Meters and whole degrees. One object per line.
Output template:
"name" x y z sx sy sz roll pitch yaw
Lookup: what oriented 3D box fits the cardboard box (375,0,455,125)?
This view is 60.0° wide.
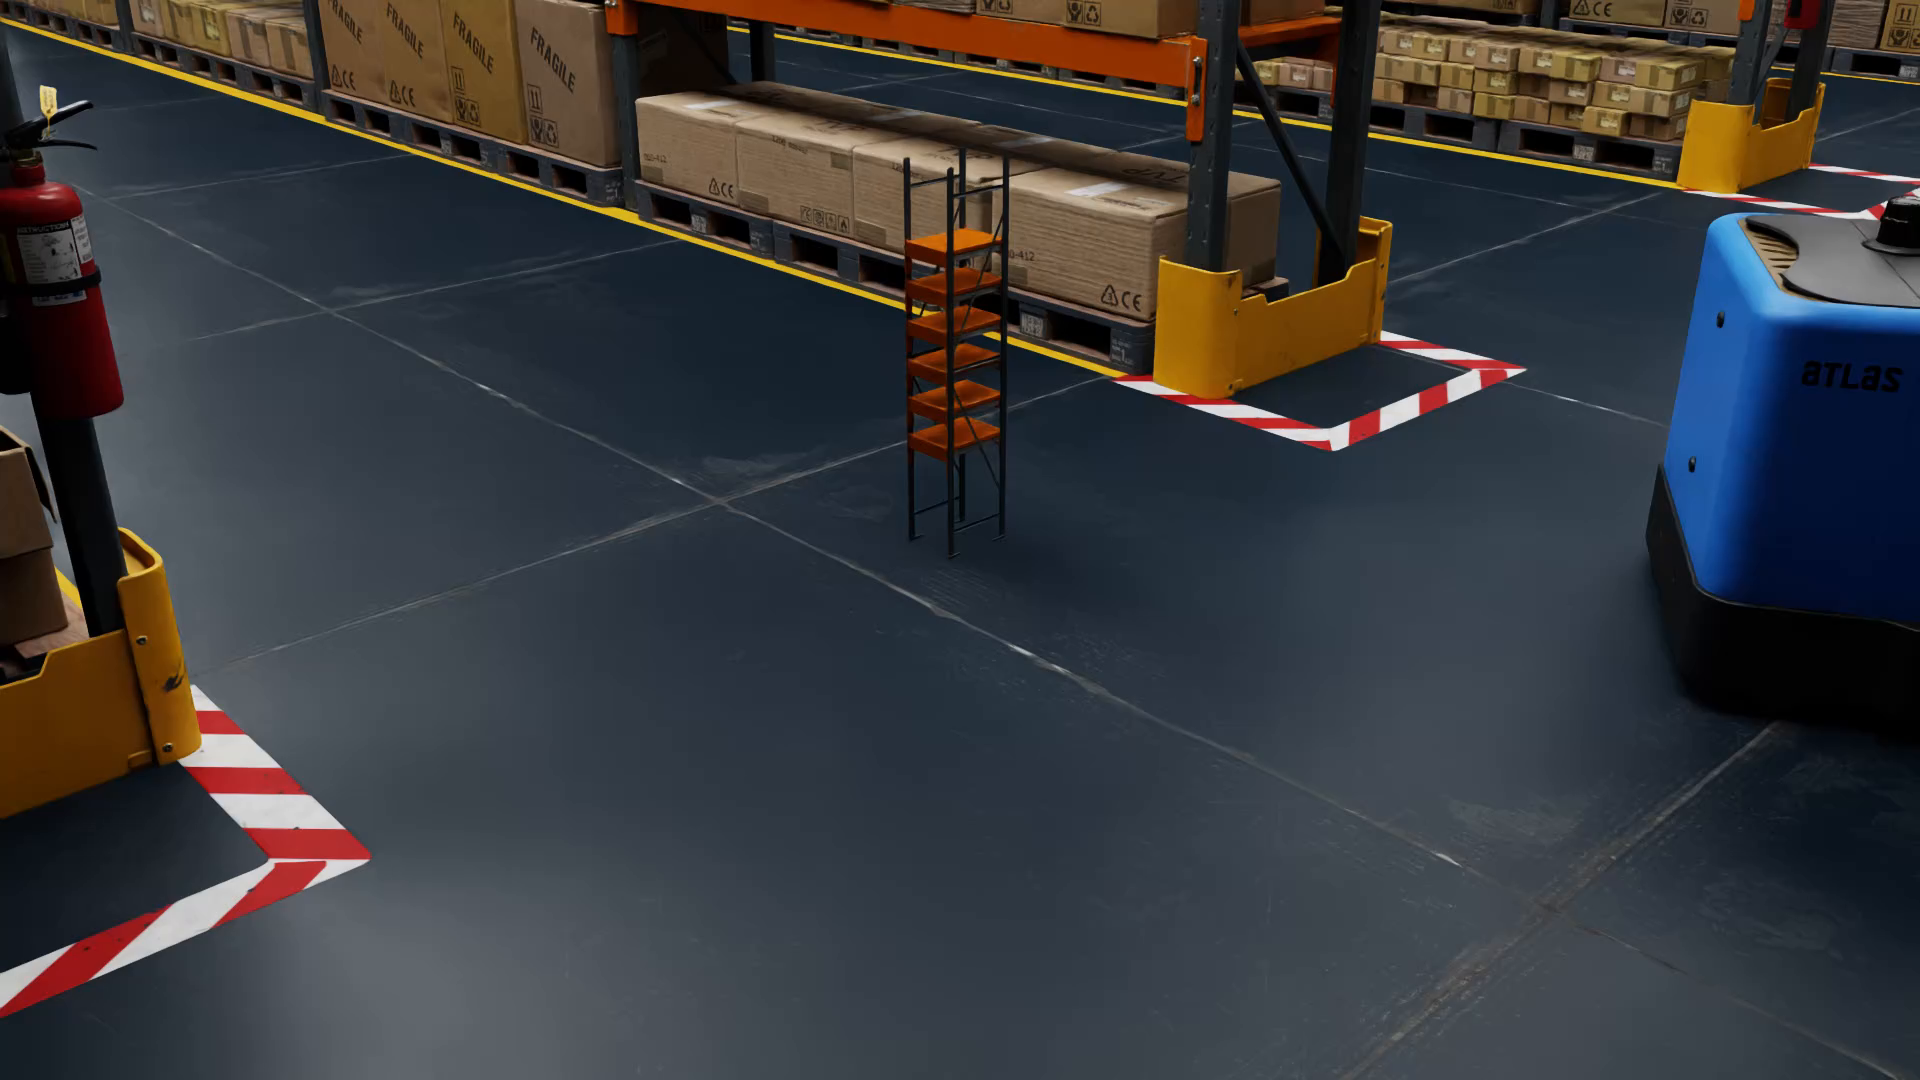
"cardboard box" -3.179 -3.266 10.848 0.875 0.875 0.875 -21 32 -38

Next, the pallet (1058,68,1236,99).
"pallet" 1.548 -3.735 13.184 1.003 0.211 1.213 -21 32 -38

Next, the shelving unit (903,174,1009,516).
"shelving unit" -0.011 -0.551 5.011 0.258 1.046 0.183 -21 32 -38

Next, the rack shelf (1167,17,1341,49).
"rack shelf" 1.676 -5.360 8.314 5.869 4.714 3.910 -21 32 -38

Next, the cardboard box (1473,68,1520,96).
"cardboard box" 3.527 -2.975 10.728 0.380 0.149 0.250 -21 32 -38

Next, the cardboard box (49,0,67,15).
"cardboard box" -8.246 -5.114 15.653 0.500 0.250 0.500 -21 32 -38

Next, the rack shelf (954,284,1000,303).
"rack shelf" -0.010 -0.746 4.921 0.199 0.020 0.166 -21 32 -38

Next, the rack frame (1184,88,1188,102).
"rack frame" 2.082 -4.769 12.089 1.000 3.000 0.127 -21 32 -38

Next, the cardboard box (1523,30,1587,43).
"cardboard box" 3.938 -3.277 11.031 0.380 0.149 0.250 -20 31 -37

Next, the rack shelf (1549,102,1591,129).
"rack shelf" 6.355 -8.873 21.137 20.650 2.538 14.821 -21 32 -38

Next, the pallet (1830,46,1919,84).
"pallet" 7.902 -3.884 13.511 1.003 0.211 1.213 -21 32 -38

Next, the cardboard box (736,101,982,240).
"cardboard box" -0.500 -1.867 8.310 0.875 0.438 0.875 -22 33 -40

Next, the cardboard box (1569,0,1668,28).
"cardboard box" 6.164 -5.147 14.972 0.875 0.875 0.875 -21 32 -38

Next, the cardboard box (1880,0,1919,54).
"cardboard box" 8.009 -4.329 13.179 0.875 0.875 0.875 -21 32 -38

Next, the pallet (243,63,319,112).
"pallet" -4.730 -3.514 12.699 1.003 0.211 1.213 -21 32 -38

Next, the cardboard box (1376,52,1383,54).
"cardboard box" 2.880 -3.310 11.462 0.380 0.149 0.250 -19 31 -36

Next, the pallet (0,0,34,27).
"pallet" -9.083 -5.421 16.880 1.003 0.211 1.213 -21 32 -38

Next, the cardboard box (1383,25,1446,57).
"cardboard box" 3.075 -3.375 11.247 0.250 0.149 0.380 22 33 40

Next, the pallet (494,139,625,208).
"pallet" -2.045 -2.277 9.988 1.003 0.211 1.213 -21 32 -38

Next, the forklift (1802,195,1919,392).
"forklift" 10.297 -9.028 14.197 9.281 9.000 29.489 6 25 14

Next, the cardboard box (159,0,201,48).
"cardboard box" -3.641 -4.001 10.816 0.950 2.239 8.285 -19 31 -35

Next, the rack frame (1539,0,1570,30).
"rack frame" 5.771 -6.145 15.106 1.000 3.000 0.127 -21 32 -38

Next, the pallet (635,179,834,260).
"pallet" -1.000 -1.812 8.969 1.003 0.211 1.213 -21 32 -38

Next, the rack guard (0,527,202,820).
"rack guard" -2.401 0.402 3.767 1.175 0.500 0.348 -21 32 -38

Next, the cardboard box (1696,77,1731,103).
"cardboard box" 4.645 -2.818 10.383 0.380 0.149 0.250 -20 31 -36

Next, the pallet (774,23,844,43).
"pallet" -1.136 -4.972 15.894 1.003 0.211 1.213 -21 32 -38

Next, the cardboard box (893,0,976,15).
"cardboard box" 0.058 -2.548 7.100 0.500 0.500 0.500 -20 31 -37

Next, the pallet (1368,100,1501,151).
"pallet" 3.405 -2.937 11.433 1.003 0.211 1.213 -21 32 -38

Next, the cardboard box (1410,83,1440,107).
"cardboard box" 3.248 -3.022 11.188 0.380 0.149 0.250 -20 31 -37

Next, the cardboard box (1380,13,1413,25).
"cardboard box" 3.014 -3.659 11.869 0.380 0.149 0.250 -20 31 -37

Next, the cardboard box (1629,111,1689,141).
"cardboard box" 4.304 -2.551 10.157 0.380 0.149 0.250 -21 32 -38

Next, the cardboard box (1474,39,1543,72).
"cardboard box" 3.514 -3.107 10.658 0.380 0.149 0.250 -20 31 -37

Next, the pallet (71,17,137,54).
"pallet" -7.415 -4.682 15.259 1.003 0.211 1.213 -21 32 -38

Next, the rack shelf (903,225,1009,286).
"rack shelf" -0.010 -0.837 4.880 0.258 0.103 0.180 -21 32 -38

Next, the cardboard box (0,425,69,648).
"cardboard box" -2.698 0.020 4.094 0.637 0.503 0.797 22 33 40

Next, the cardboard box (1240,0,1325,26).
"cardboard box" 1.153 -2.394 6.764 0.500 0.500 0.500 -22 32 -39

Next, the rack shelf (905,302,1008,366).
"rack shelf" -0.010 -0.619 4.979 0.258 0.103 0.180 -21 32 -38

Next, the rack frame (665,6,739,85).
"rack frame" -1.465 -3.333 8.941 0.949 2.616 0.053 -21 32 -38

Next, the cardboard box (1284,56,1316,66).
"cardboard box" 2.527 -3.482 11.840 0.380 0.149 0.250 -21 32 -39

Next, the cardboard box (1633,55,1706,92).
"cardboard box" 4.269 -2.810 10.007 0.380 0.149 0.250 -21 32 -38
